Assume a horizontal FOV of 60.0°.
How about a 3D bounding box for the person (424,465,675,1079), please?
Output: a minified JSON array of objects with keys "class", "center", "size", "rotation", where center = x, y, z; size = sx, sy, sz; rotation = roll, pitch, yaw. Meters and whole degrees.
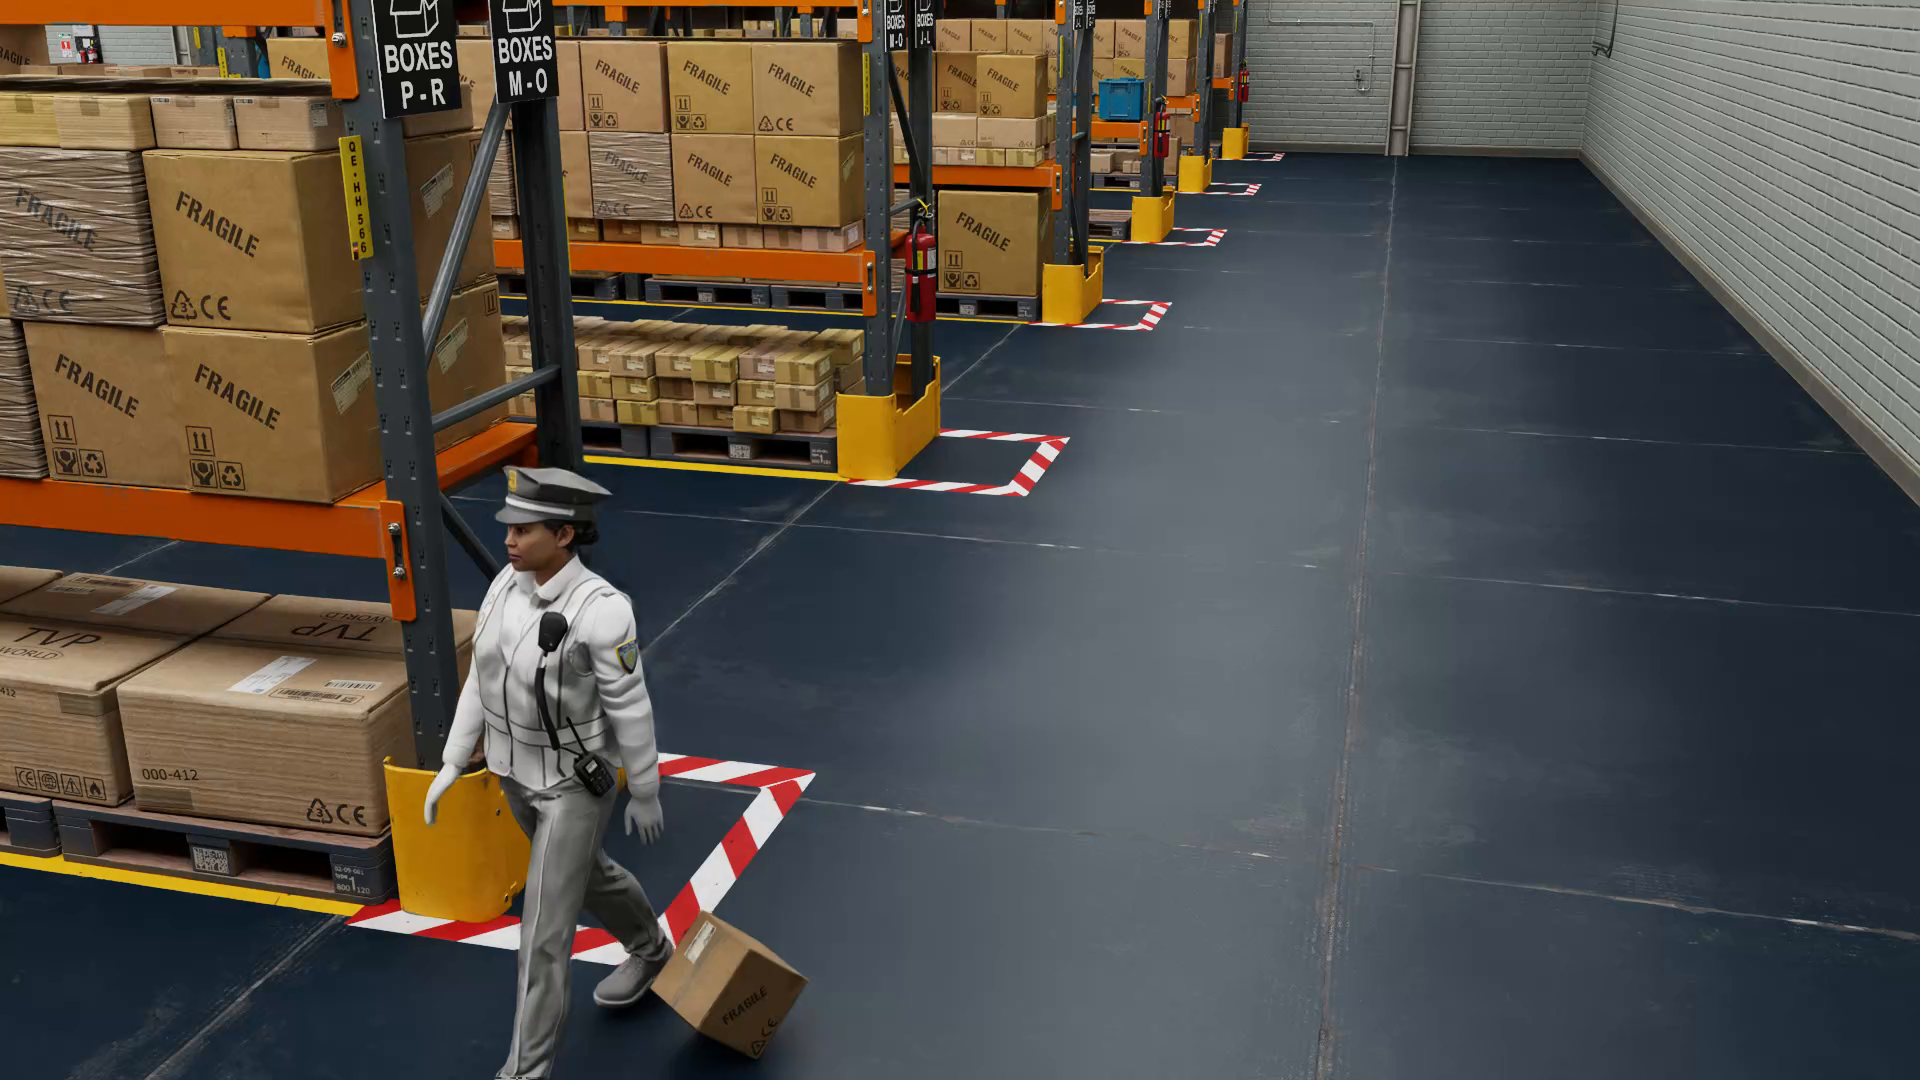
[{"class":"person","center":[-1.073,0.604,4.176],"size":[0.523,1.627,0.974],"rotation":[14,23,35]}]
